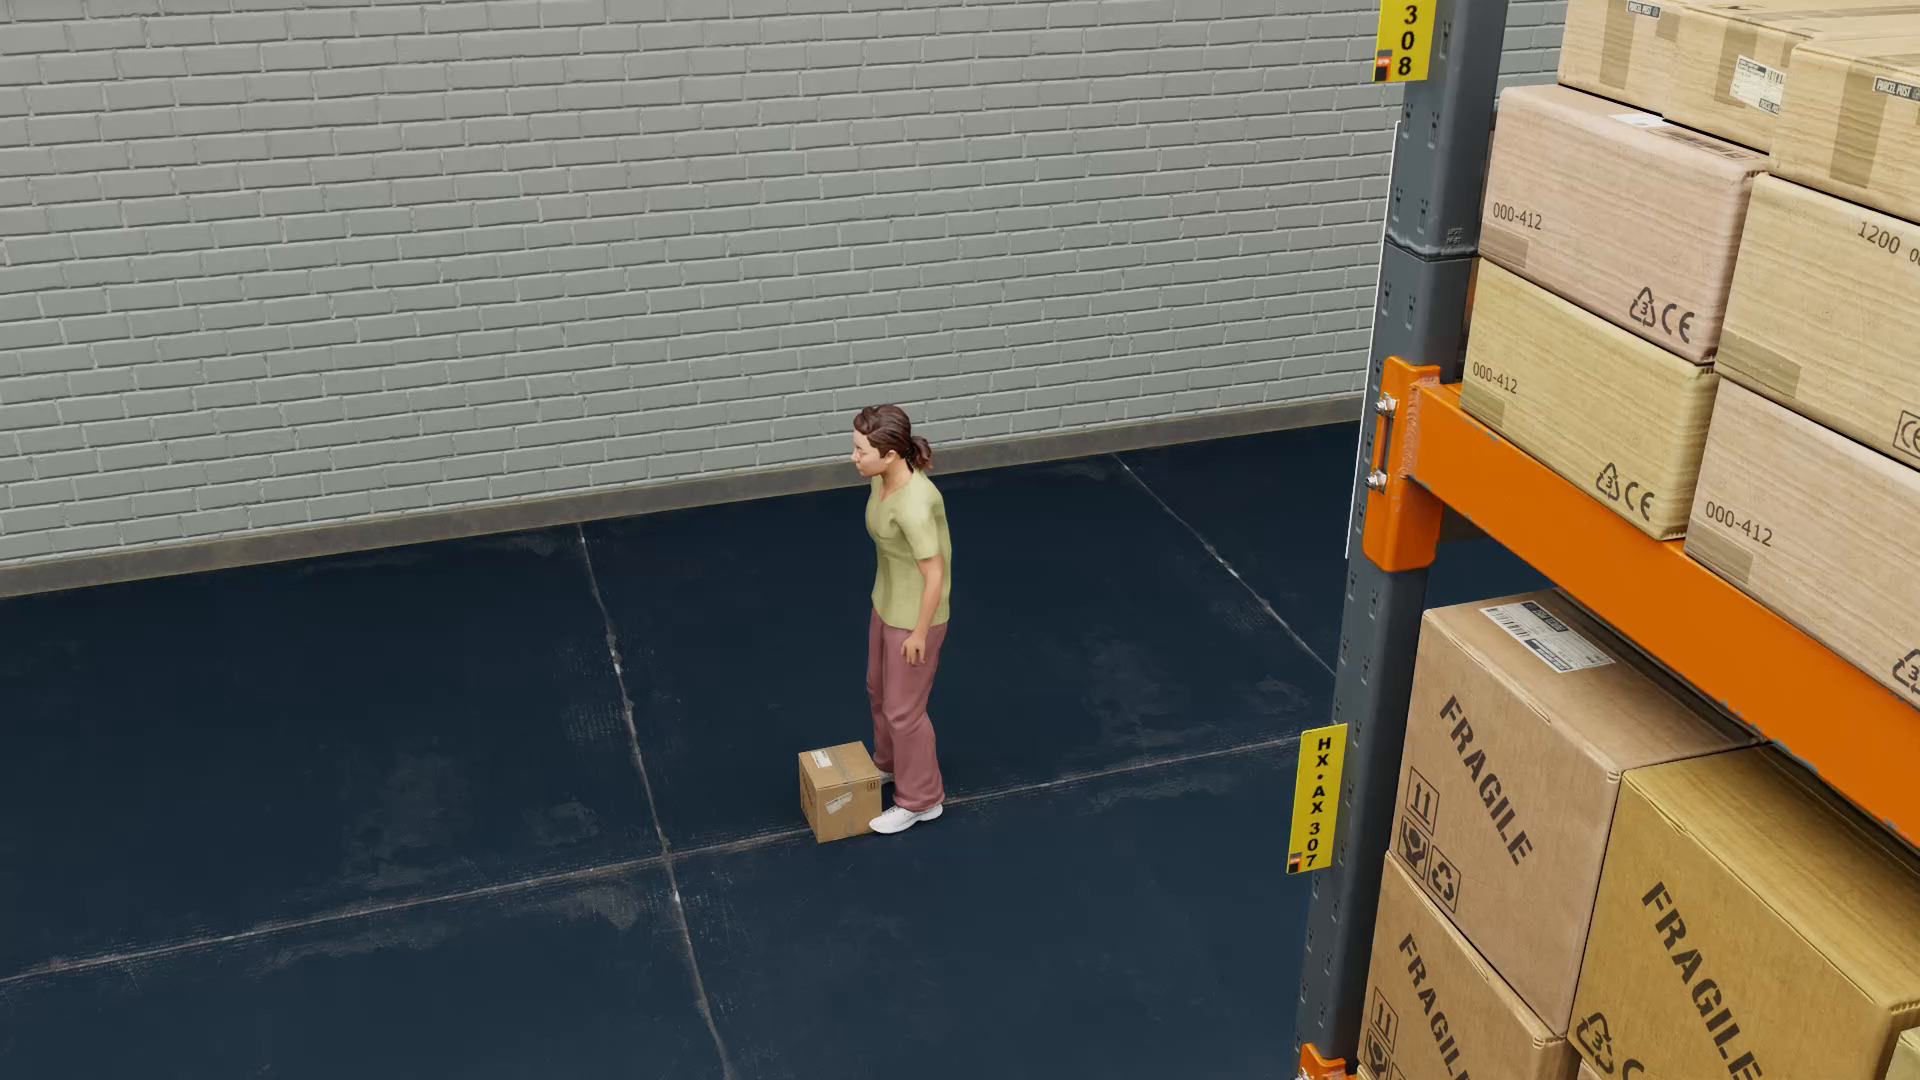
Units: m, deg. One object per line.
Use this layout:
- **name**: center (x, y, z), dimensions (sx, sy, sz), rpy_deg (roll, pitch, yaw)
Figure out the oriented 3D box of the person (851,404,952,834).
- **person**: center (-0.221, 0.275, 6.064), dimensions (0.360, 1.672, 0.497), rpy_deg (-8, 28, -16)
